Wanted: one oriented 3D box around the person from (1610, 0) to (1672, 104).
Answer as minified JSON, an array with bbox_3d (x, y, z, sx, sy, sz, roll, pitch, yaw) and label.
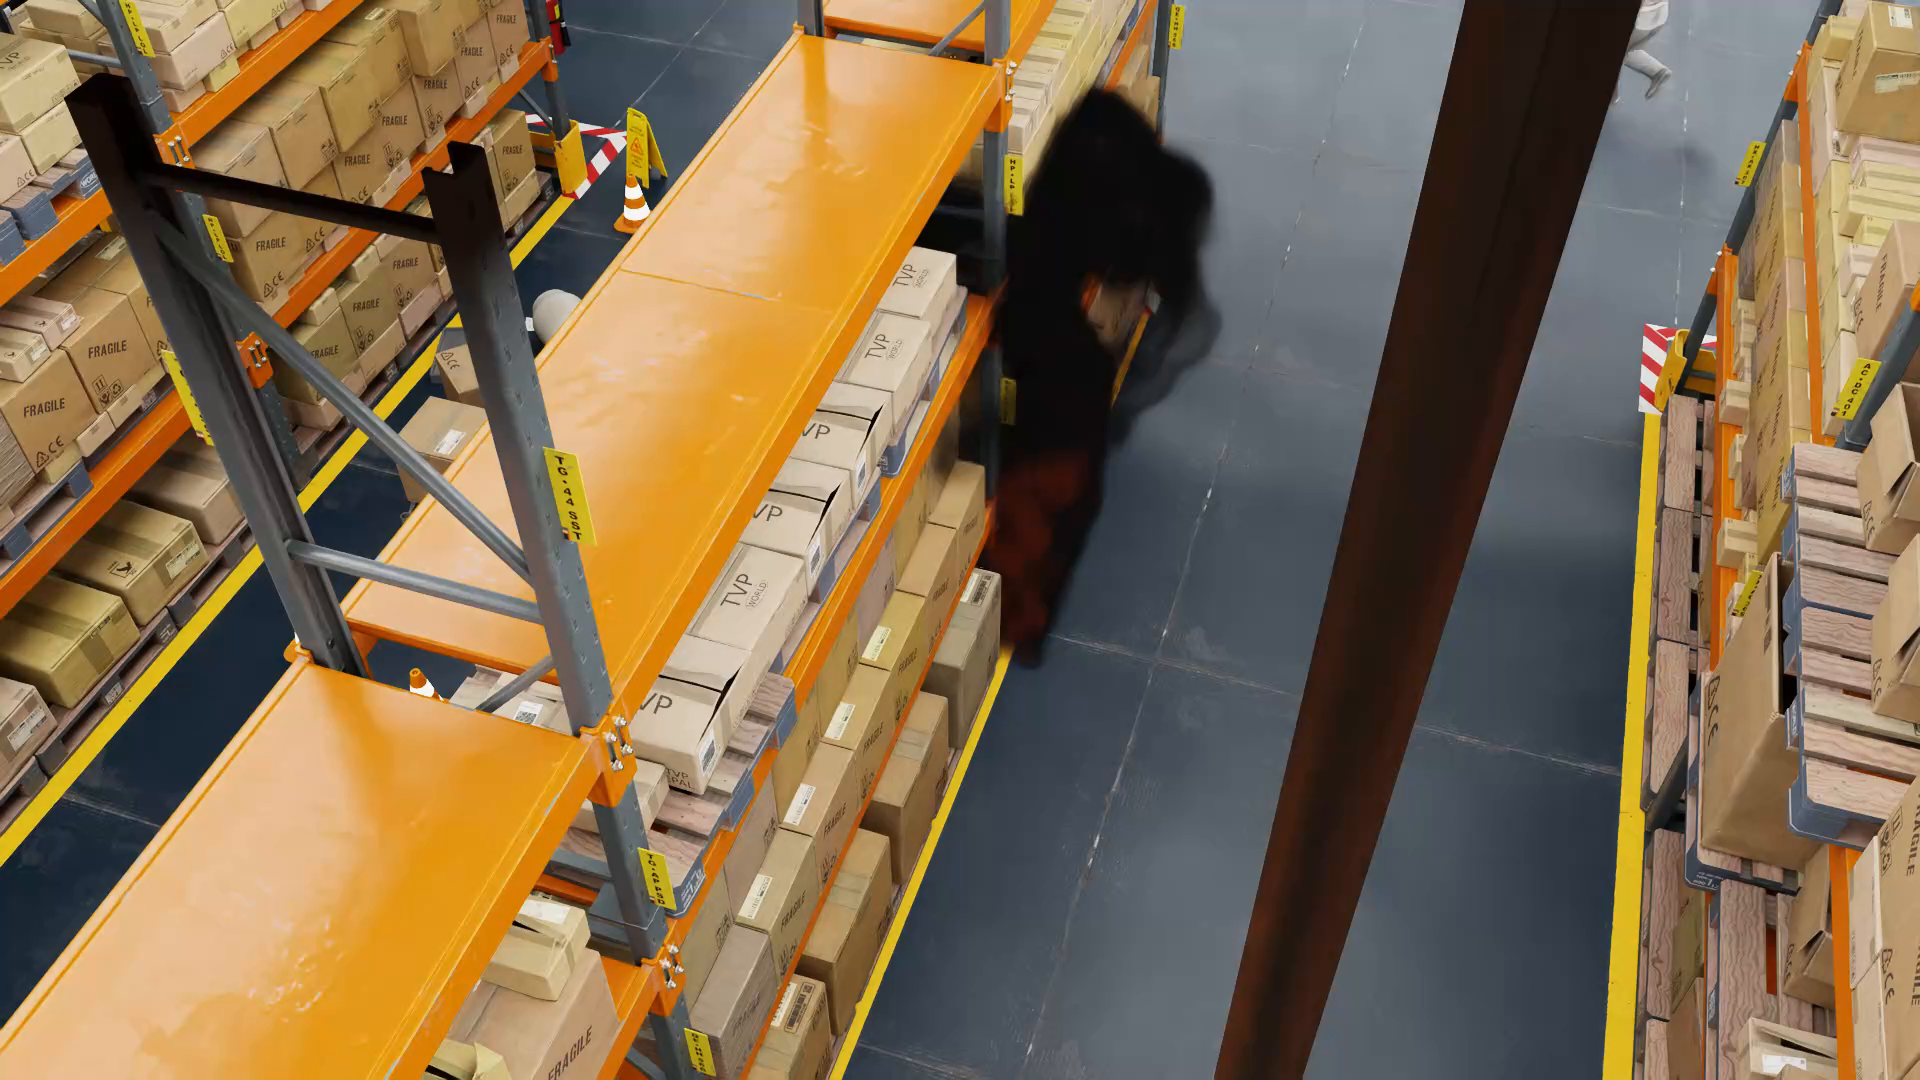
[{"bbox_3d":[5.884,-4.467,14.327,0.693,1.747,0.723,-30,53,-26],"label":"person"}]
